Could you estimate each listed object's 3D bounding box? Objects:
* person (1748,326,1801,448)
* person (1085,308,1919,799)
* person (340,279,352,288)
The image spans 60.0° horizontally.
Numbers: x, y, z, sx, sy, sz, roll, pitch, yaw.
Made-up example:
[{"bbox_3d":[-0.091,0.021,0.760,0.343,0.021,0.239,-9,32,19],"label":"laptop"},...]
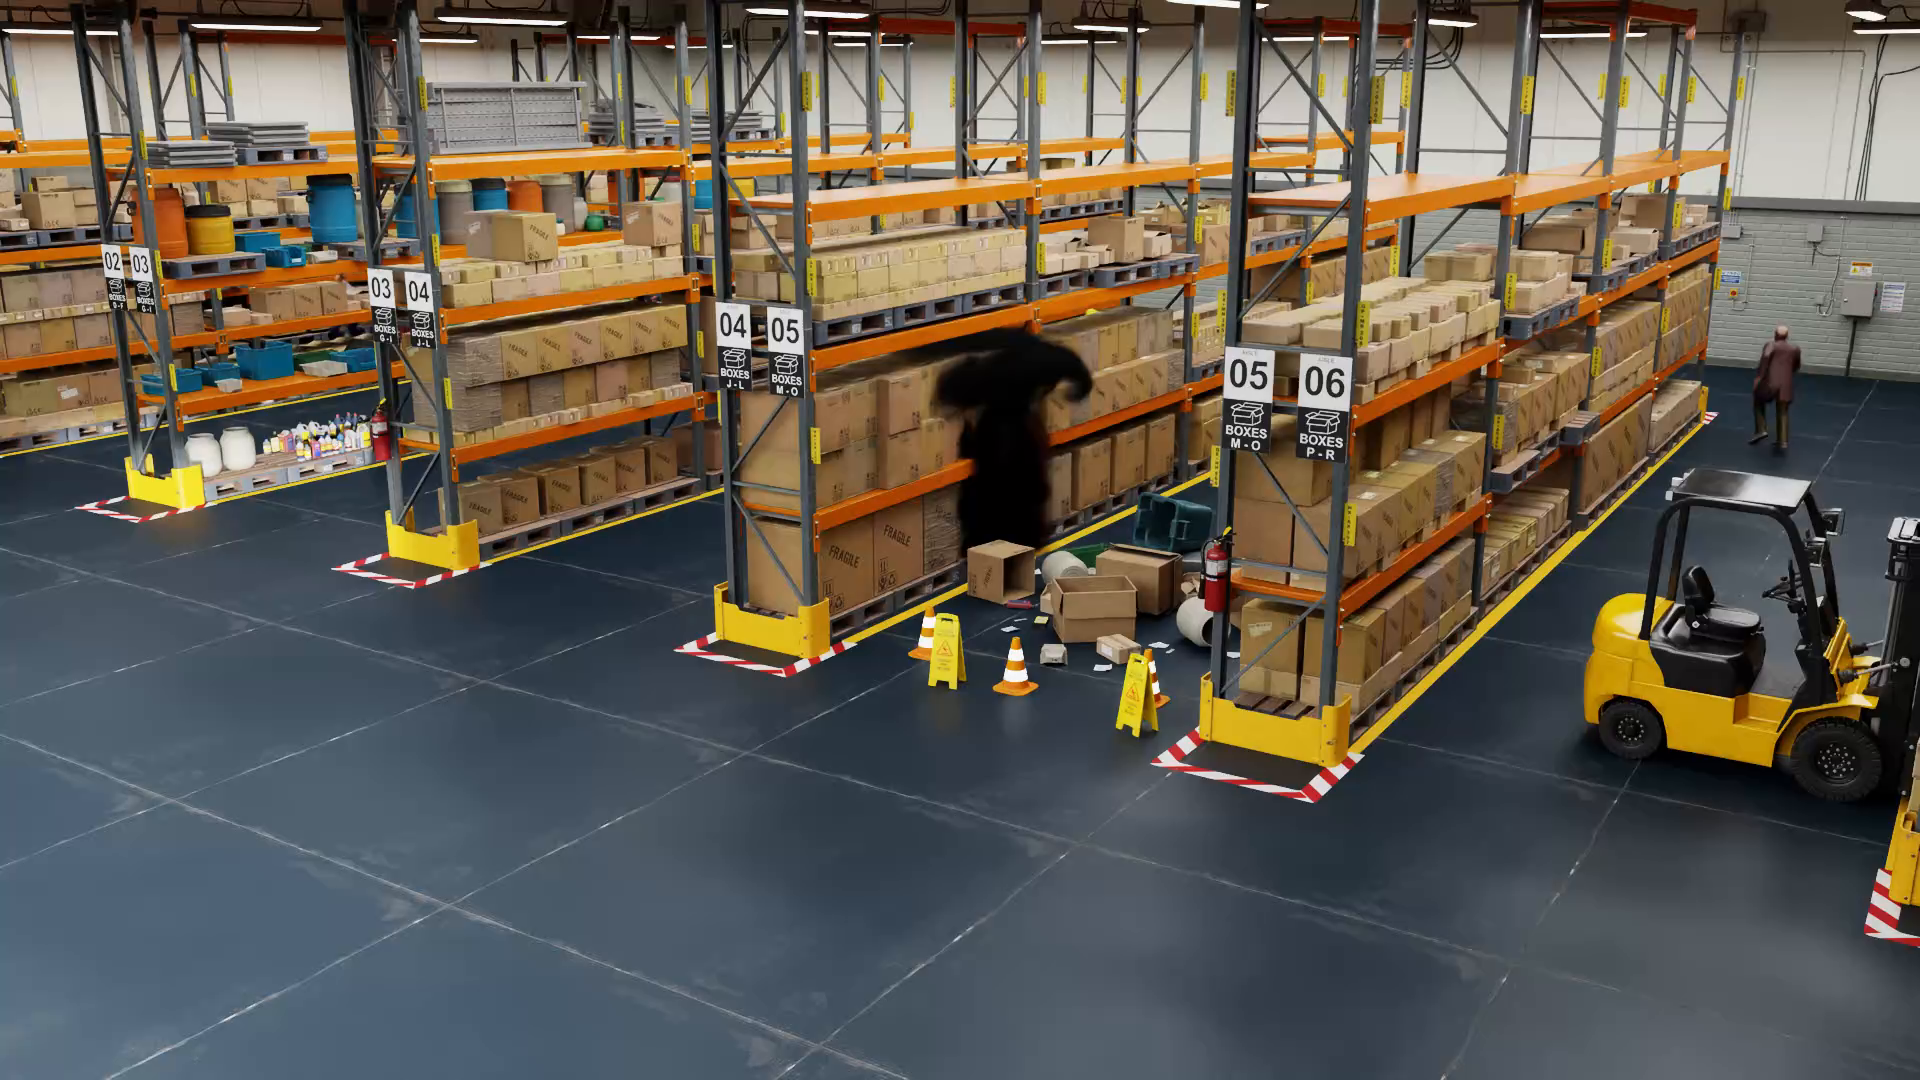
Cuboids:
[{"bbox_3d":[11.722,-2.189,23.889,0.696,1.738,1.059,2,16,8],"label":"person"},{"bbox_3d":[5.032,-0.788,18.923,10.708,1.691,13.449,5,16,17],"label":"person"},{"bbox_3d":[-11.688,-4.215,31.646,0.567,1.500,0.703,10,18,32],"label":"person"}]
